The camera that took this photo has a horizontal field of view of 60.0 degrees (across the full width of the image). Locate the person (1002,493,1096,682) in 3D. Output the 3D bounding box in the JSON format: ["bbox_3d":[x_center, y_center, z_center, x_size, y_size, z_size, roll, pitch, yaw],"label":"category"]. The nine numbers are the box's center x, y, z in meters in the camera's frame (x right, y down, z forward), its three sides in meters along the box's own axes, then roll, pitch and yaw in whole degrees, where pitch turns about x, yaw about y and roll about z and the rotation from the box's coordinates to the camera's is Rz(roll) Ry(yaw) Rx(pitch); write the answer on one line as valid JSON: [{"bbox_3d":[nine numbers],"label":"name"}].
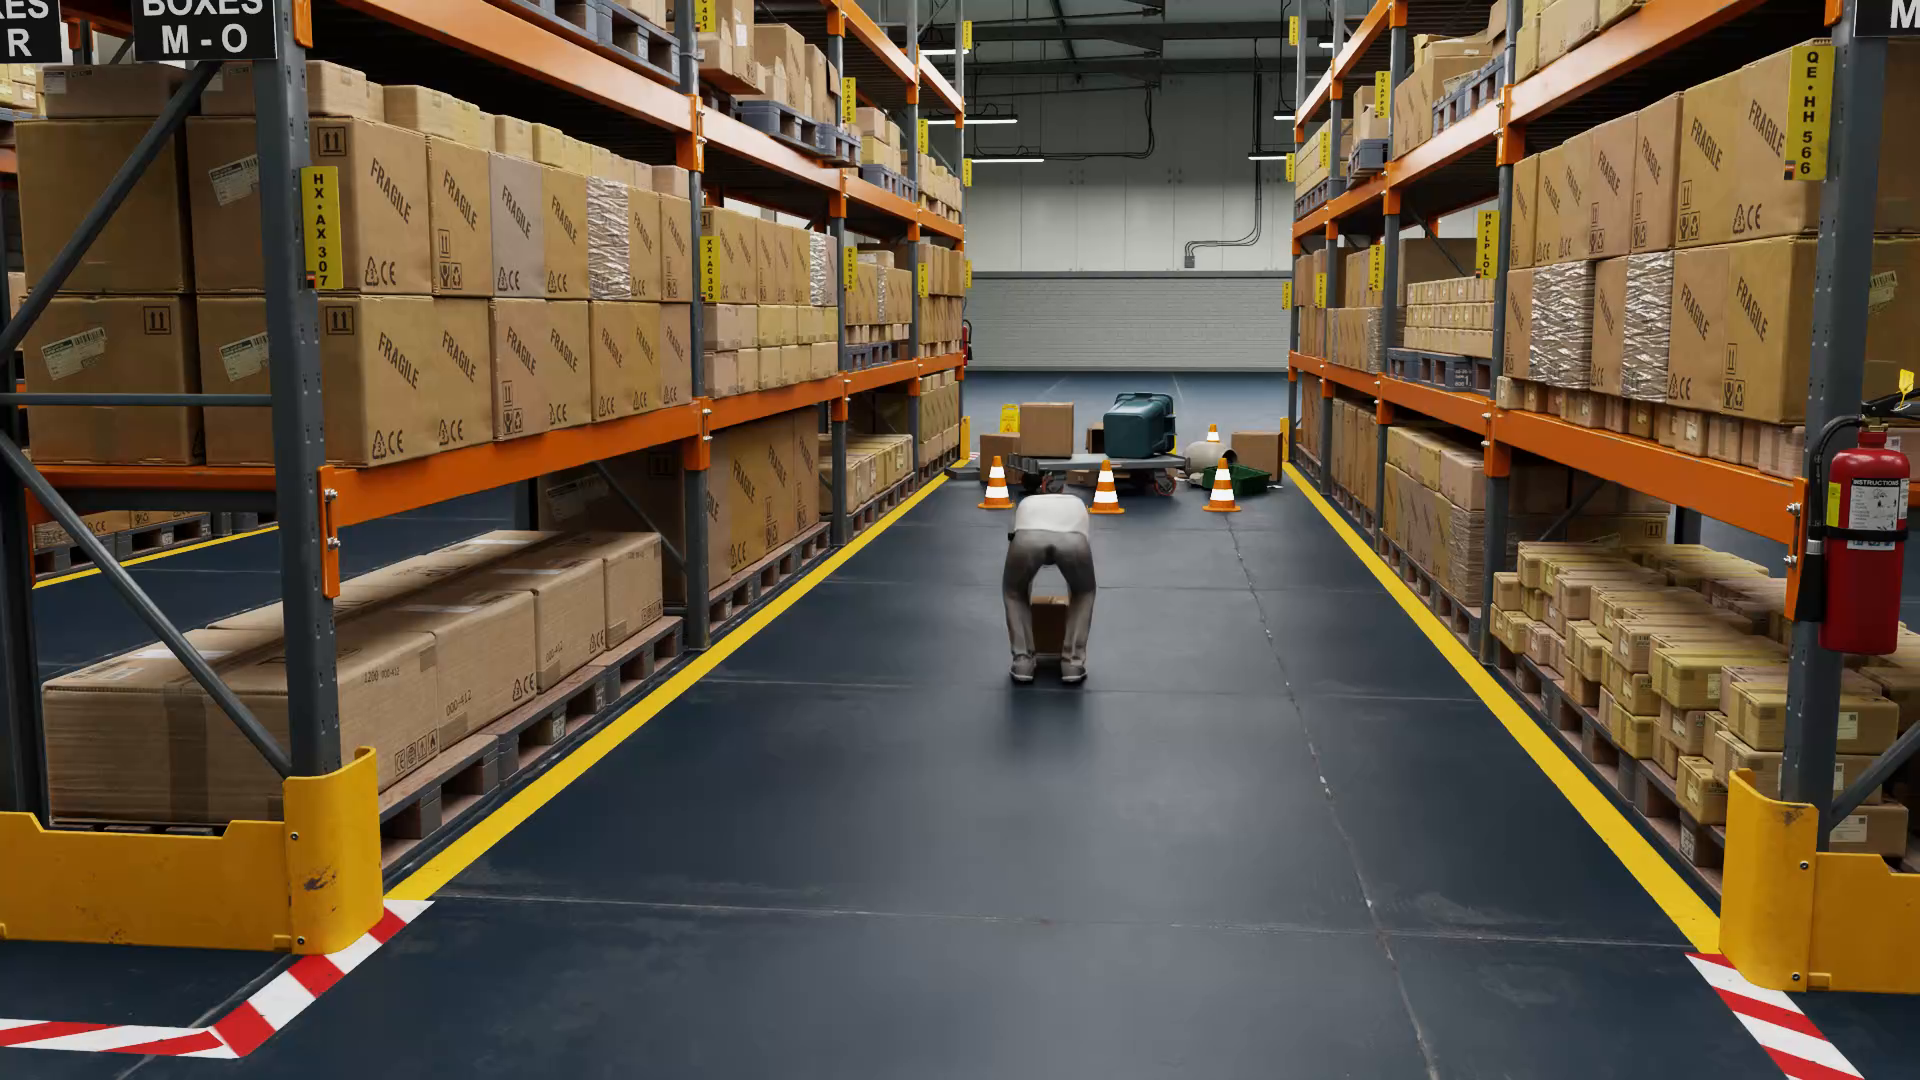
[{"bbox_3d":[0.436,0.203,8.133,0.458,0.904,0.873,0,8,3],"label":"person"}]
